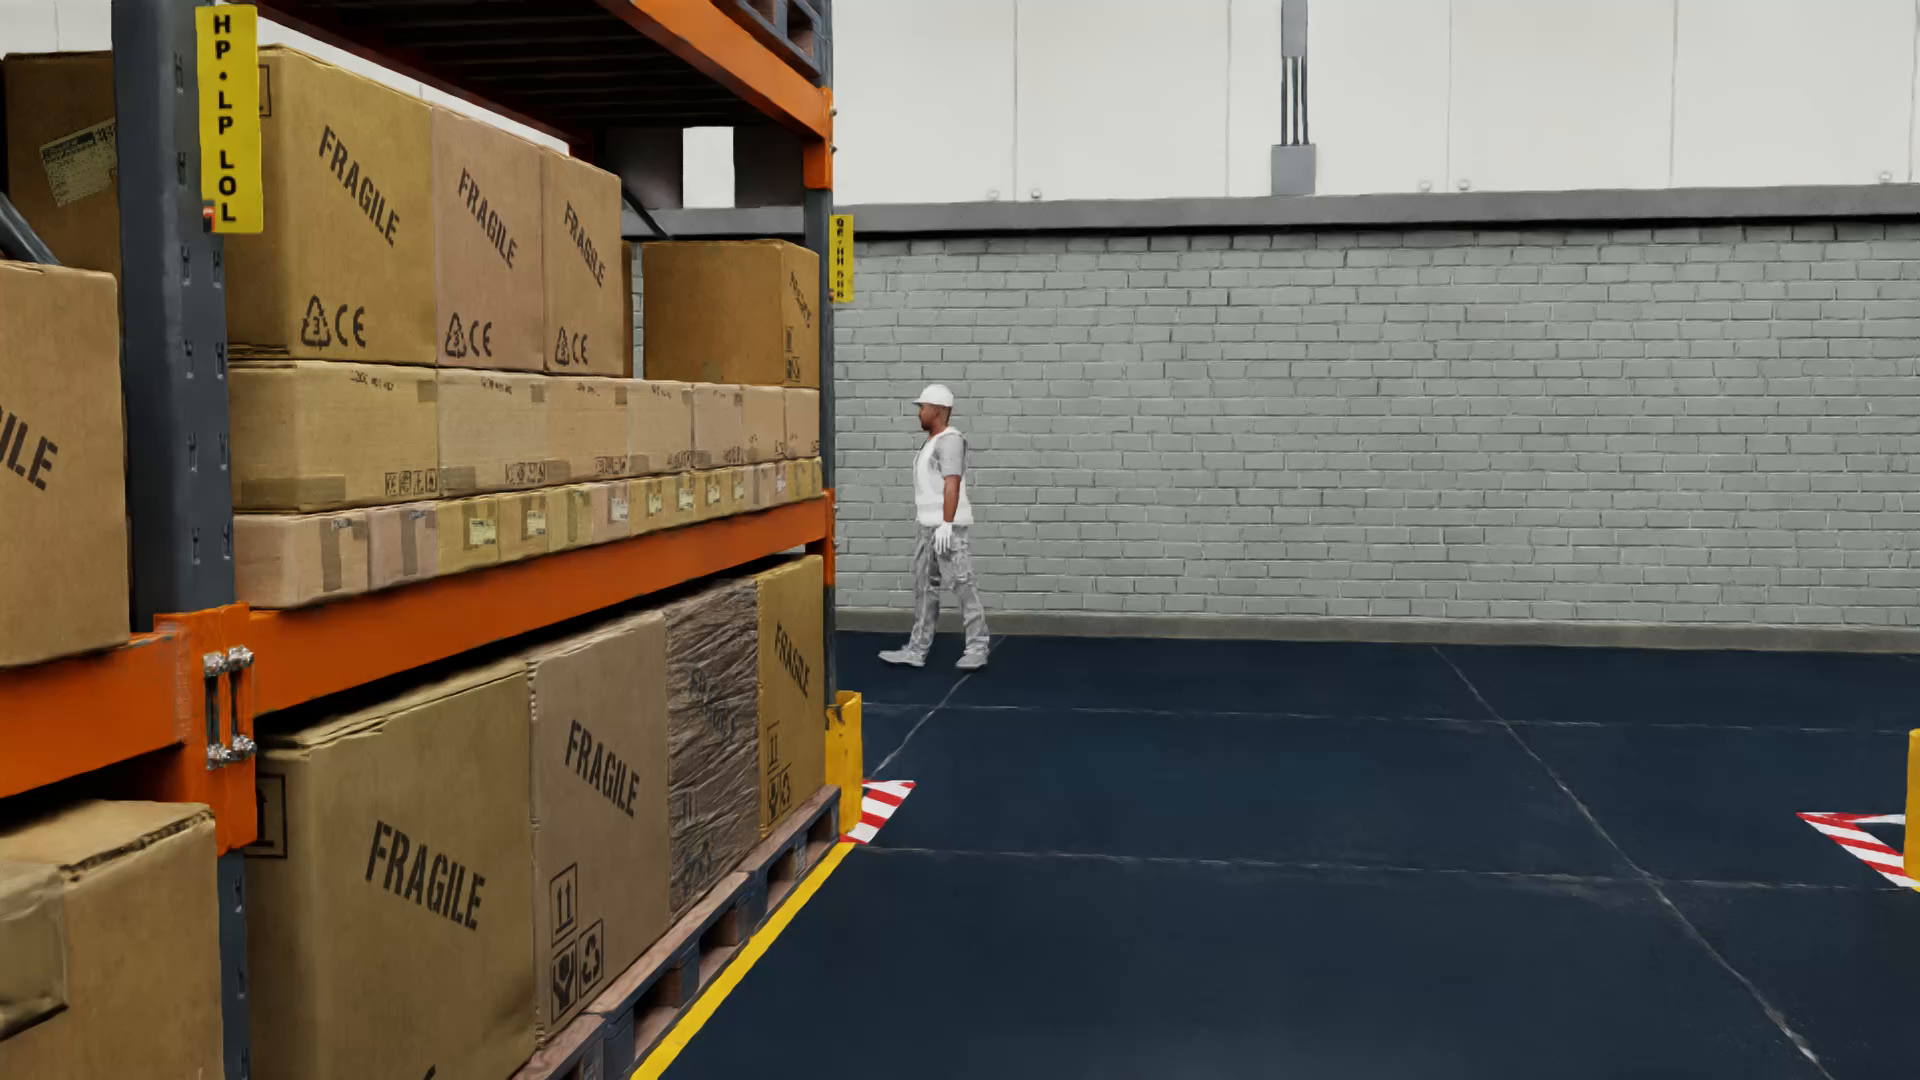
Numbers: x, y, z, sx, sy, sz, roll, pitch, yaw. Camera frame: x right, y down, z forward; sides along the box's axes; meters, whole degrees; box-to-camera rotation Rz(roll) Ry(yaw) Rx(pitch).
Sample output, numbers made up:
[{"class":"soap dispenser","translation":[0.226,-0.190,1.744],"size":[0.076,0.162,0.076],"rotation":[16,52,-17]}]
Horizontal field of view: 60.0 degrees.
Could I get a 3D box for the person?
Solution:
[{"class":"person","translation":[-0.167,-0.084,10.456],"size":[0.643,1.786,0.704],"rotation":[-1,5,-15]}]
